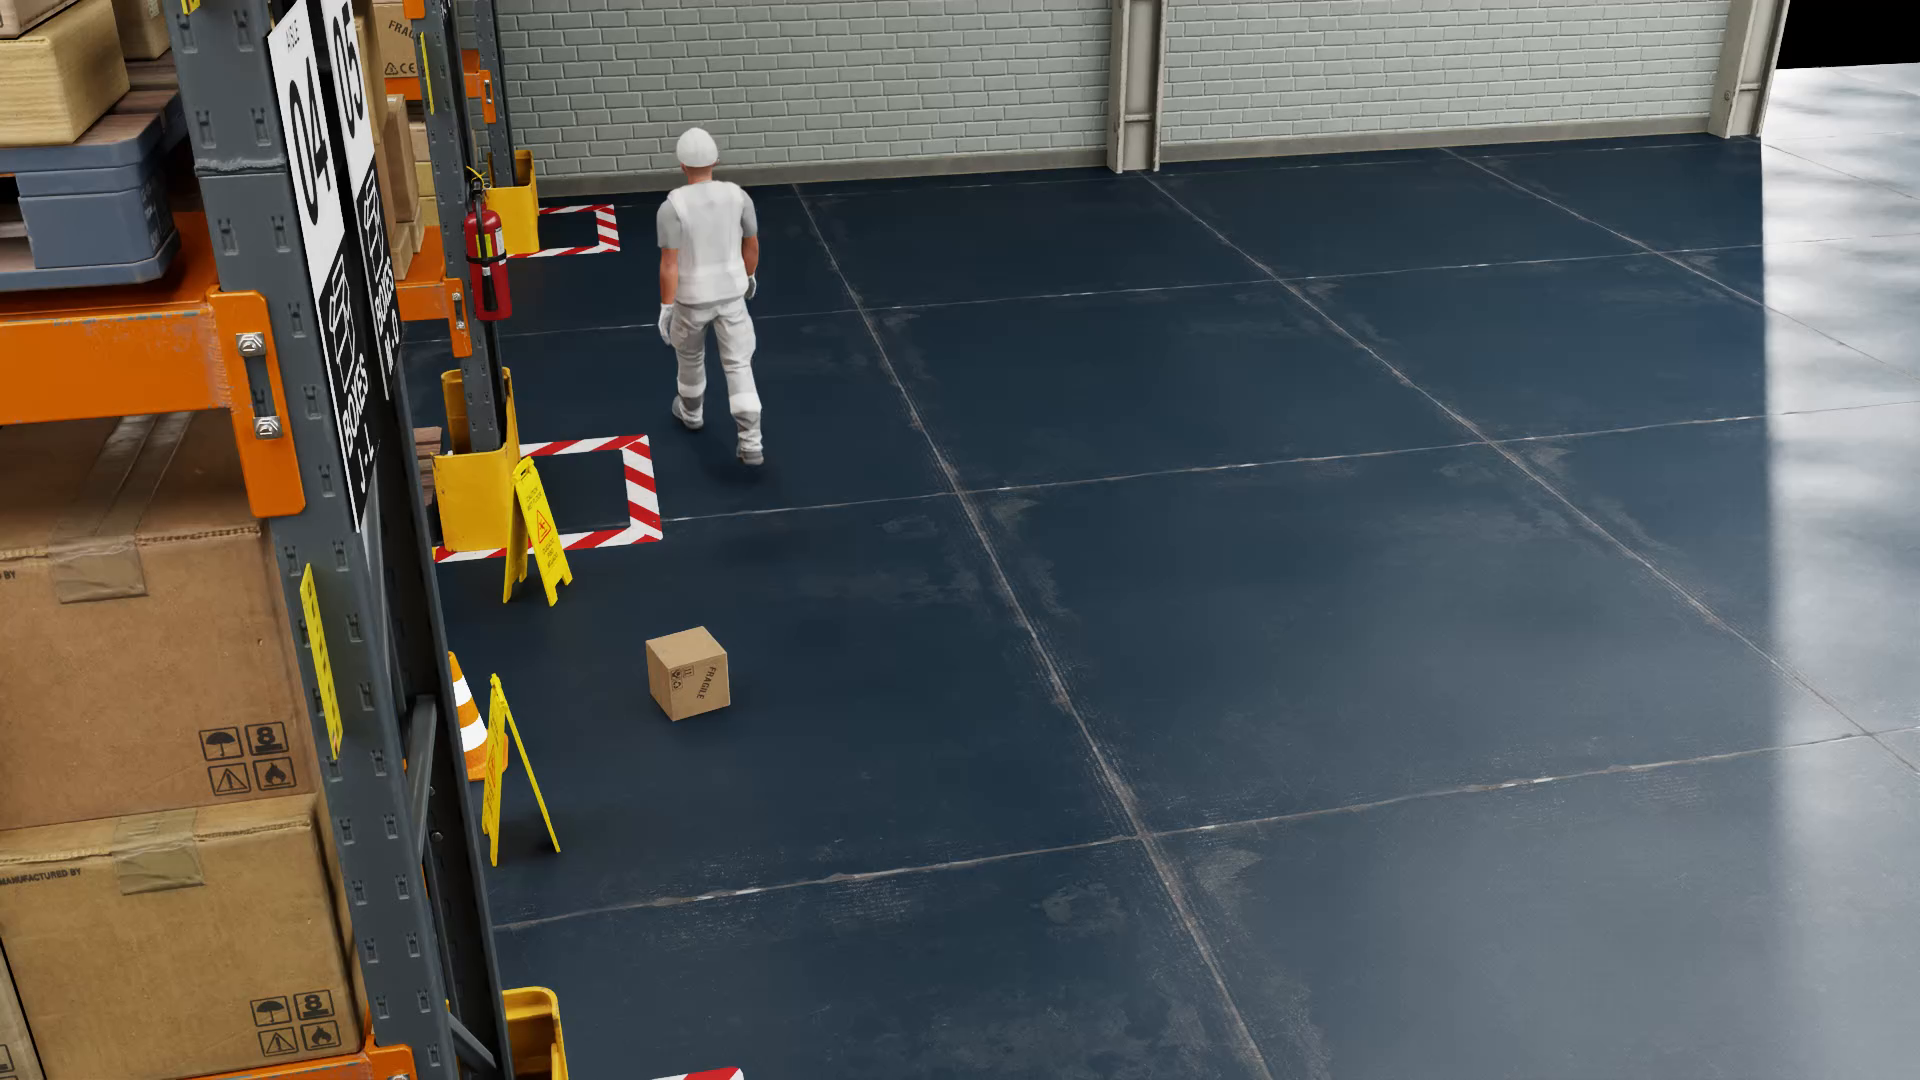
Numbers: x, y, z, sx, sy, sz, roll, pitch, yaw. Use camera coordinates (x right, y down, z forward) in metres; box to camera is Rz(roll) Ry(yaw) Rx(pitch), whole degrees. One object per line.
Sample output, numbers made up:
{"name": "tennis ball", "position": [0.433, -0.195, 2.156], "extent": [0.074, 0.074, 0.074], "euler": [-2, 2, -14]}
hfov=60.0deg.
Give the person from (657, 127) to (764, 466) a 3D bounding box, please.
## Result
{"name": "person", "position": [-1.331, -1.306, 8.722], "extent": [0.597, 1.742, 1.063], "euler": [-9, 28, -18]}
